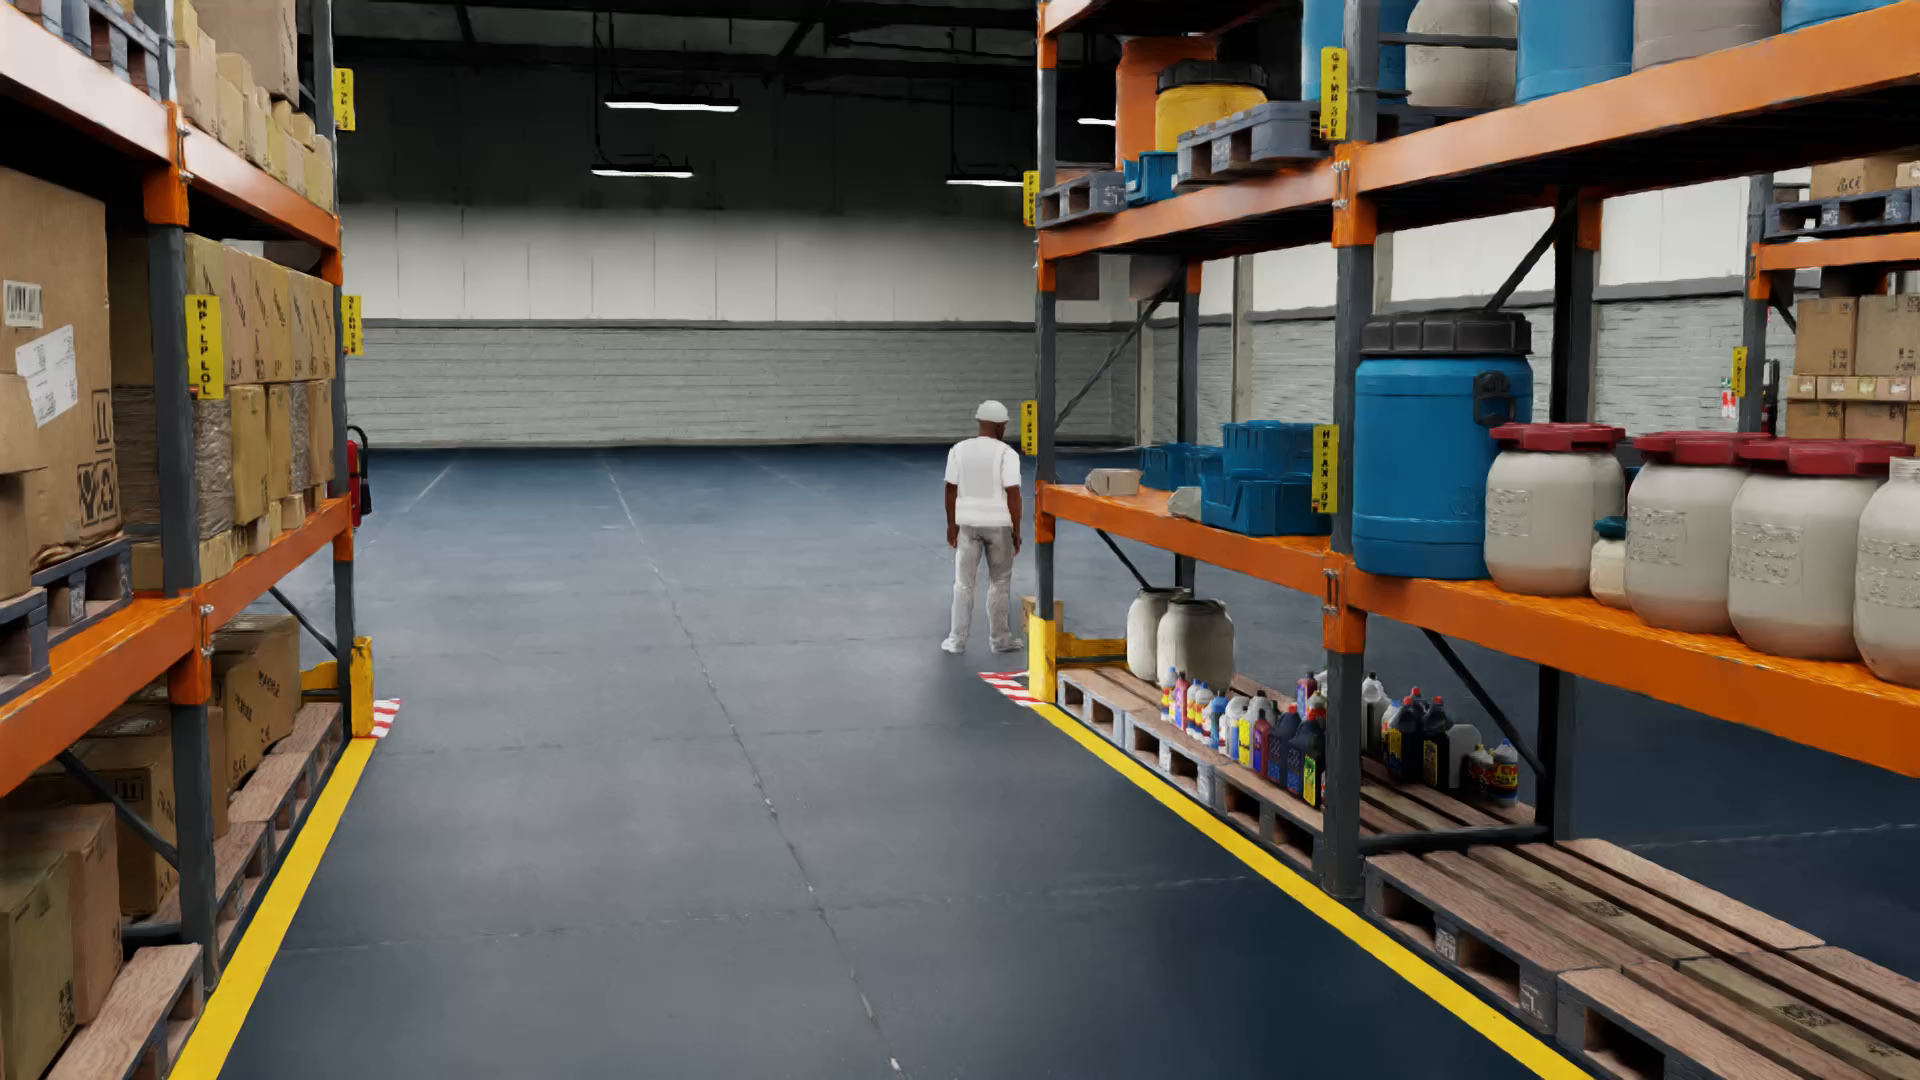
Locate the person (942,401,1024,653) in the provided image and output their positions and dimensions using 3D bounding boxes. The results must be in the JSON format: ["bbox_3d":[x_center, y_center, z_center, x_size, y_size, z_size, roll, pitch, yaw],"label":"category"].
[{"bbox_3d":[0.173,-0.088,11.630,0.591,1.771,0.582,2,6,19],"label":"person"}]
